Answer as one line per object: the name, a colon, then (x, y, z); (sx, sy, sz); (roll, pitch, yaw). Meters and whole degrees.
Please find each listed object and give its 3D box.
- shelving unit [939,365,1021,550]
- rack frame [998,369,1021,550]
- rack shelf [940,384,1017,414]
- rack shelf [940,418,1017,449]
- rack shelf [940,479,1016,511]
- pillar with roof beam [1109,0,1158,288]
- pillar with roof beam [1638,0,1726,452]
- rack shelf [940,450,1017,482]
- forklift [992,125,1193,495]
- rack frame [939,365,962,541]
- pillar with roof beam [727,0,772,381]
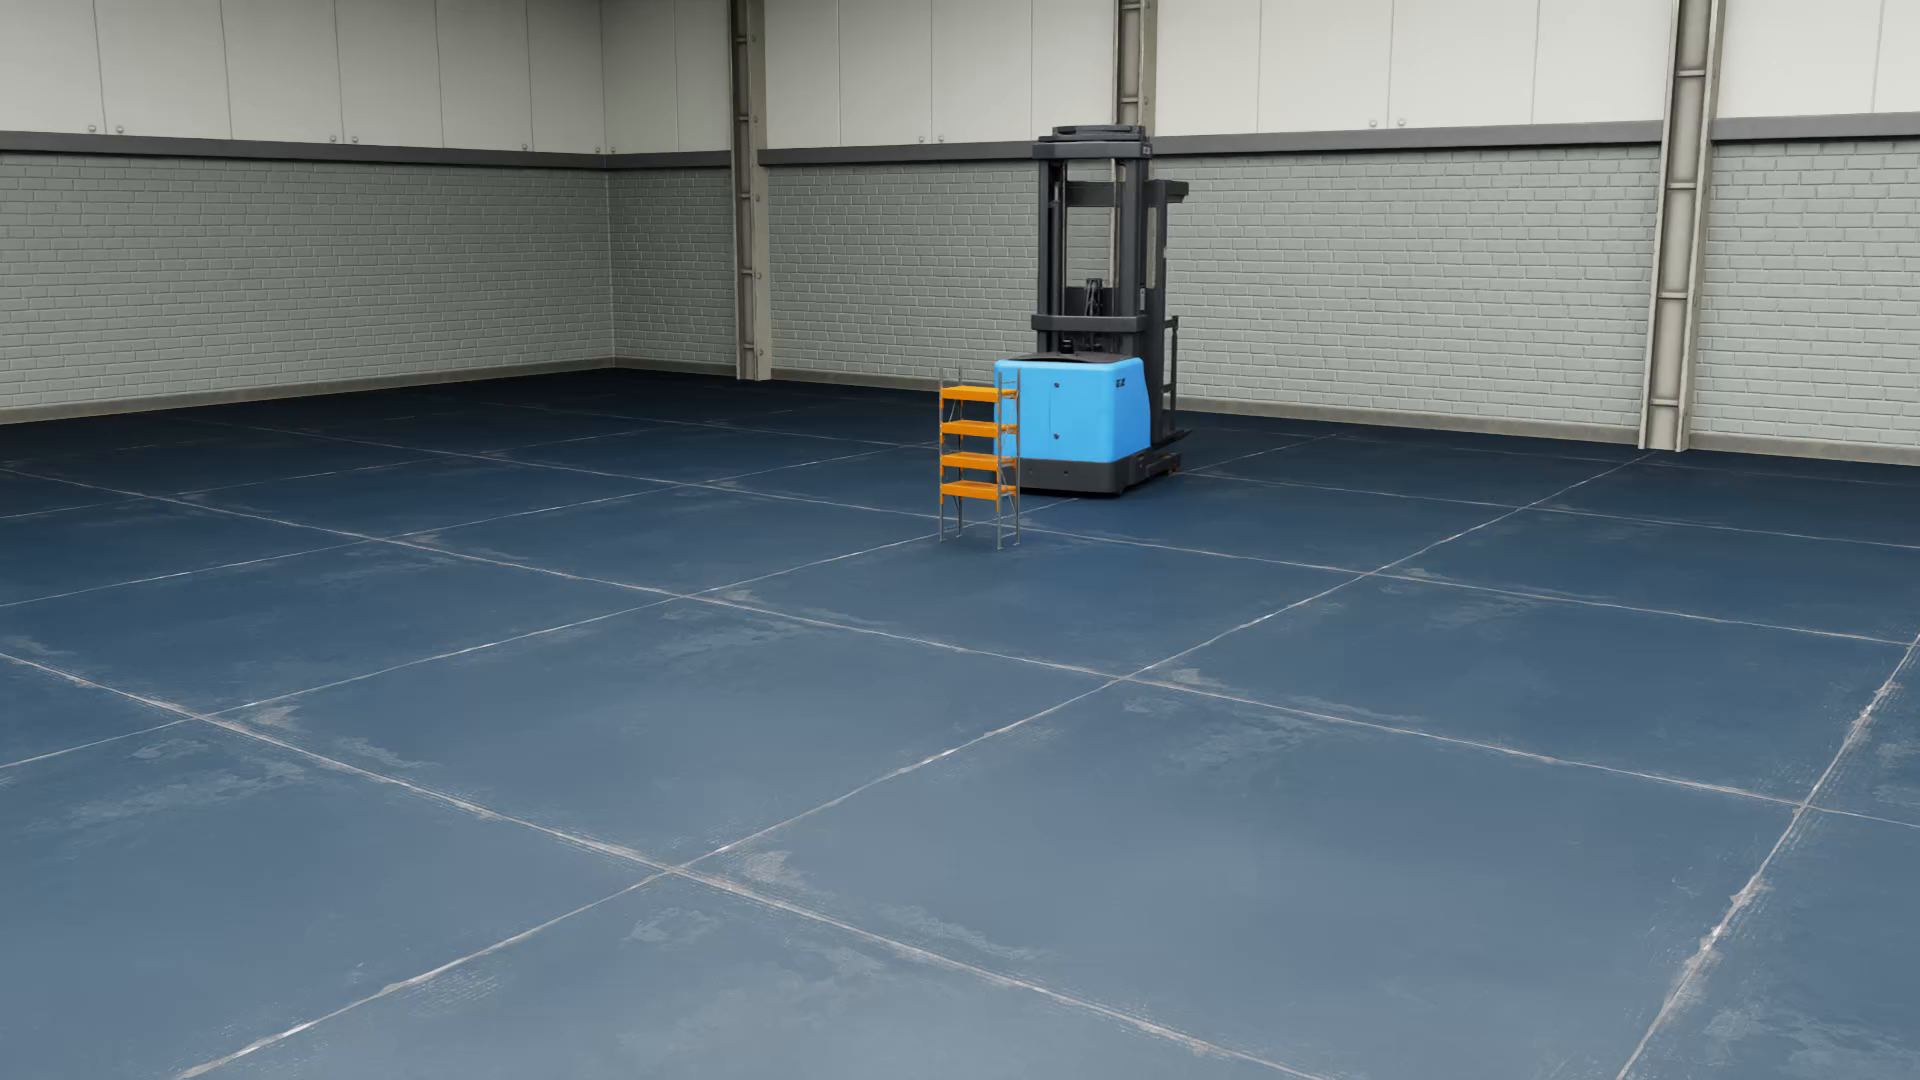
shelving unit: (0.133, -0.570, 11.320); (0.503, 1.200, 0.258); (8, 13, 36)
rack frame: (0.330, -0.543, 11.178); (0.015, 1.200, 0.240); (8, 13, 36)
rack shelf: (0.133, -0.956, 11.245); (0.480, 0.148, 0.258); (8, 13, 36)
rack shelf: (0.133, -0.724, 11.290); (0.480, 0.148, 0.258); (8, 13, 36)
rack shelf: (0.133, -0.309, 11.370); (0.480, 0.148, 0.258); (8, 13, 36)
pillar with roof beam: (-0.567, -5.322, 15.345); (0.400, 9.000, 9.100); (8, 13, 36)
pillar with roof beam: (4.269, -4.647, 11.858); (0.400, 9.000, 9.100); (8, 13, 36)
rack shelf: (0.133, -0.504, 11.332); (0.480, 0.148, 0.258); (8, 13, 36)
forklift: (1.306, -2.036, 14.339); (1.130, 2.935, 3.031); (5, 12, 23)
rack frame: (-0.063, -0.598, 11.461); (0.015, 1.200, 0.240); (8, 13, 36)
pillar with roof beam: (-5.403, -5.996, 18.832); (0.400, 9.000, 9.100); (8, 13, 36)
